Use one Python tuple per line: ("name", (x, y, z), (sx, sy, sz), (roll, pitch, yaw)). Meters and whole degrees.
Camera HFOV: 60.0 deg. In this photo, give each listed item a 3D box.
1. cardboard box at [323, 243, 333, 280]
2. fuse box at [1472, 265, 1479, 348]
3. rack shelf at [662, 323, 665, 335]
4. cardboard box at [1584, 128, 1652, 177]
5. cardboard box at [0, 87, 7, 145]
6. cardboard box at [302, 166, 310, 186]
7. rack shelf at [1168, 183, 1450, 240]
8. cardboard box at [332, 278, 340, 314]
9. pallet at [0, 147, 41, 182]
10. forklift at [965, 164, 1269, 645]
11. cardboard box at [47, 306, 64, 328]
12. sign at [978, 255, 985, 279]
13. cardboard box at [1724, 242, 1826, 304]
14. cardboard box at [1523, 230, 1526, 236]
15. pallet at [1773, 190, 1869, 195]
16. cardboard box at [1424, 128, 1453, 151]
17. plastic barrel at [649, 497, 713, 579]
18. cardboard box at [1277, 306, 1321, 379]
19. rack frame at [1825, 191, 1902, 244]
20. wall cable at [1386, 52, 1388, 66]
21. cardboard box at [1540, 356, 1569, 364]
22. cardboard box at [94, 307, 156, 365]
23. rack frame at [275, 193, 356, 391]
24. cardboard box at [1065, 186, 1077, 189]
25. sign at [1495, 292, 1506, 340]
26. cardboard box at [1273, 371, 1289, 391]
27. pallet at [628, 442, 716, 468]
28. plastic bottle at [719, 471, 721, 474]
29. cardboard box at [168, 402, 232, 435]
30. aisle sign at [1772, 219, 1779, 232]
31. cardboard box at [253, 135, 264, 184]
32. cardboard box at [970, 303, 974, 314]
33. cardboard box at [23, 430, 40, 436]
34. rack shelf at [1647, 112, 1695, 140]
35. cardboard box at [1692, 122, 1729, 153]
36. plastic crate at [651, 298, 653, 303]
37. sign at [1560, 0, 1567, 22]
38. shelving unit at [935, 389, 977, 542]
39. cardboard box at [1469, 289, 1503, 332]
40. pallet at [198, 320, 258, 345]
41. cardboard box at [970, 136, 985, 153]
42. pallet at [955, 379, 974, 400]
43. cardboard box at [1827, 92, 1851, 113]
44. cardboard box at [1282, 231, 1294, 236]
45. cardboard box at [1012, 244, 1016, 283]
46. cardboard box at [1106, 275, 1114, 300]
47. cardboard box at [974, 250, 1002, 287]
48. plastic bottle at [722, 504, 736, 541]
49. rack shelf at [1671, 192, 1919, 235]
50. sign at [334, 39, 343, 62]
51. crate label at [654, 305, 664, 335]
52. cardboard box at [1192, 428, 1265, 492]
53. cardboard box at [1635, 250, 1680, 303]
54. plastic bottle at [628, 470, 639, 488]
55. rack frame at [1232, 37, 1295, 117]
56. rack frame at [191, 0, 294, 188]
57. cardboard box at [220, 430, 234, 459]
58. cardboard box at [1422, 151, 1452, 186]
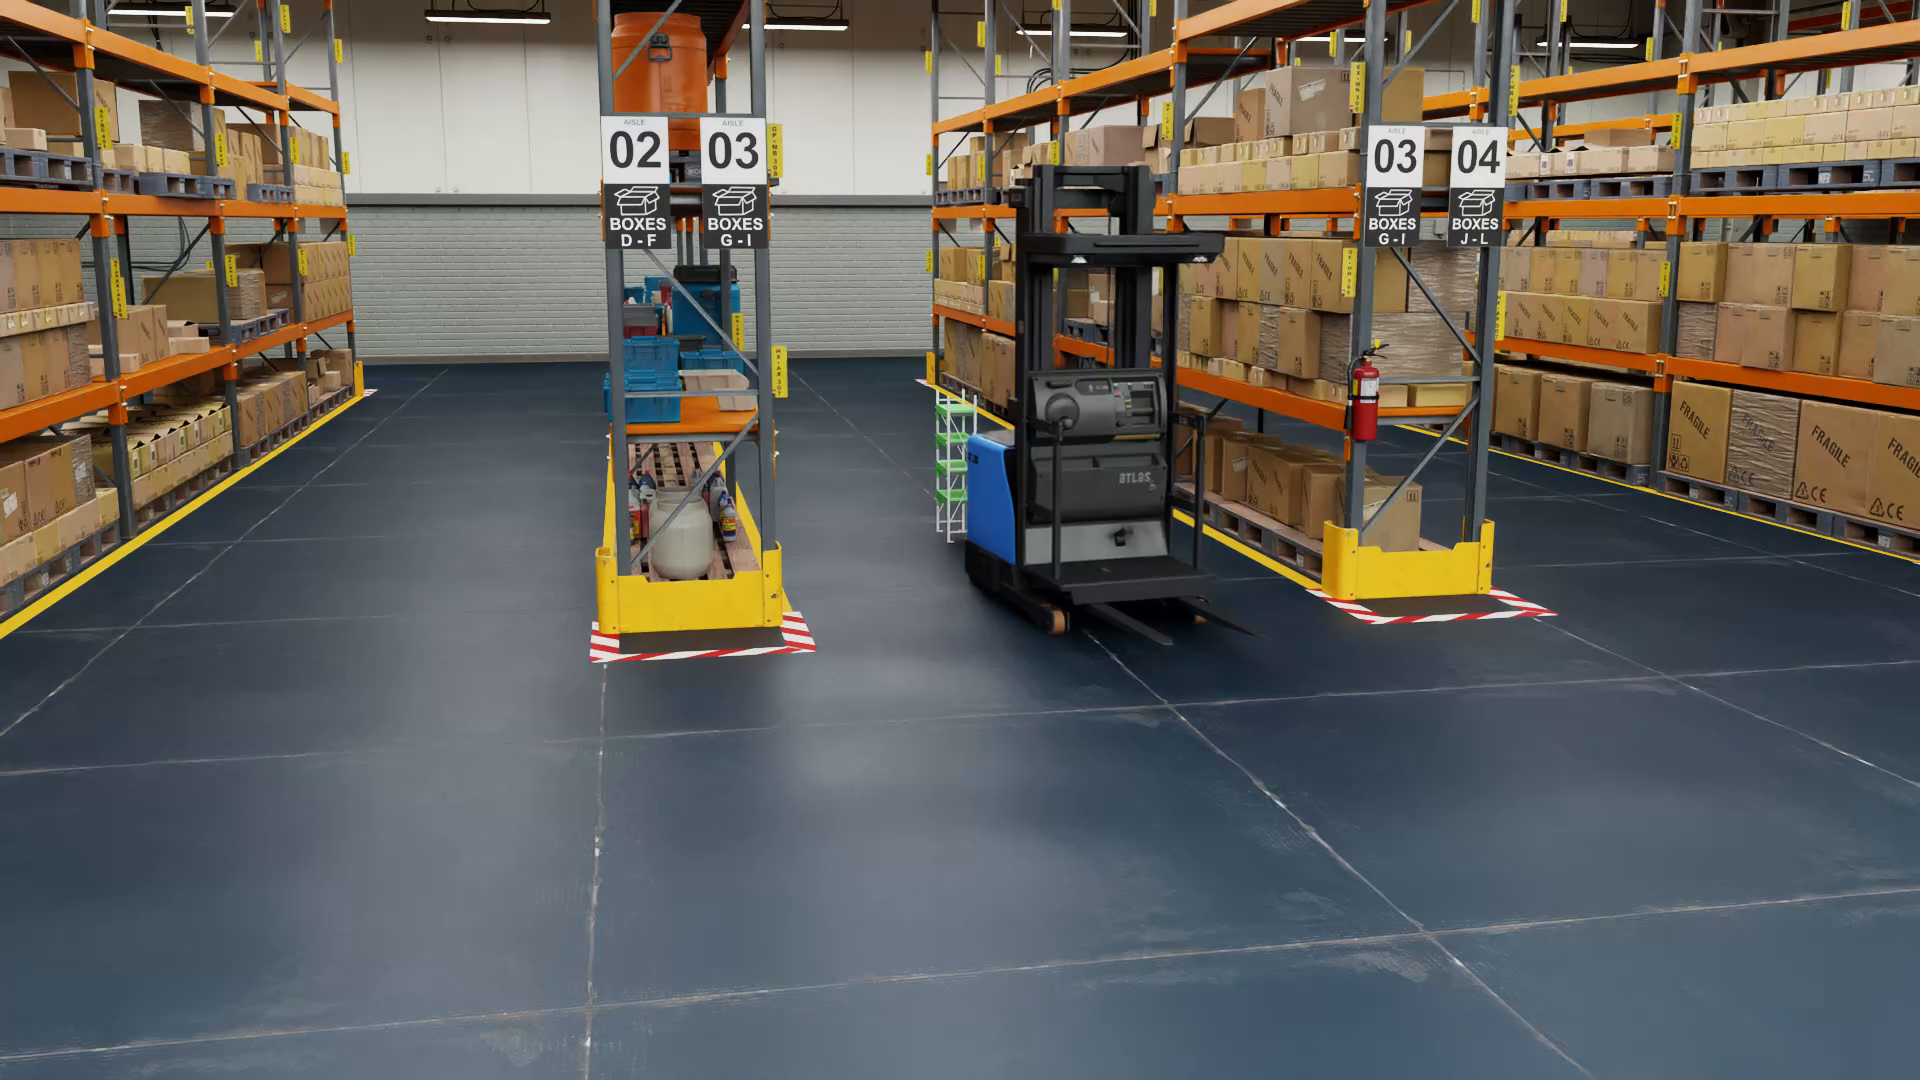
("cardboard box", (-8.999, -3.856, 22.991), (0.500, 0.500, 0.500), (-2, 11, -9))
("fuse box", (10.749, -4.839, 34.543), (0.539, 1.711, 0.414), (-2, 11, -11))
("rack shelf", (-3.633, -2.395, 20.179), (1.077, 0.370, 4.000), (-2, 11, -11))
("cardboard box", (7.112, -4.193, 18.021), (0.500, 0.500, 0.500), (-2, 11, -11))
("cardboard box", (-6.602, -2.847, 10.843), (0.500, 0.500, 0.500), (-2, 11, -11))
("cardboard box", (-8.831, -4.771, 21.780), (0.500, 0.250, 0.500), (-2, 11, -11))
("rack shelf", (2.782, -2.581, 13.136), (1.077, 0.370, 4.000), (-2, 11, -11))
("cardboard box", (-9.109, -3.459, 23.580), (0.500, 0.500, 0.500), (-2, 11, -11))
("pallet", (-6.900, -2.519, 11.125), (1.003, 0.211, 1.213), (-2, 11, -11))
("forklift", (0.987, -0.919, 10.685), (1.130, 2.935, 3.031), (-4, 11, -18))
("cardboard box", (-6.911, -1.652, 12.353), (0.380, 0.149, 0.250), (-2, 11, -11))
("sign", (0.292, -3.739, 22.789), (0.100, 0.325, 0.005), (-2, 11, -11))
("cardboard box", (7.536, -2.428, 15.142), (0.875, 0.550, 0.550), (-2, 11, -11))
("cardboard box", (9.698, -5.127, 27.935), (0.380, 0.149, 0.250), (-2, 11, -10))
("pallet", (11.158, -4.419, 21.372), (1.213, 0.211, 1.003), (-2, 11, -8))
("cardboard box", (3.344, -2.749, 11.428), (0.380, 0.149, 0.250), (-2, 11, -11))
("plastic barrel", (-1.891, -0.016, 11.288), (0.421, 0.512, 0.421), (0, 11, 0))
("cardboard box", (2.876, -1.478, 12.379), (0.875, 0.500, 0.500), (-2, 11, -11))
("rack frame", (11.335, -2.922, 21.024), (1.000, 3.000, 0.127), (-2, 11, -11))
("wall cable", (8.397, -8.369, 33.599), (0.463, 3.000, 0.029), (-2, 11, -11))
("cardboard box", (10.192, -3.052, 27.436), (0.875, 0.438, 0.875), (-2, 11, -9))
("cardboard box", (-7.659, -1.847, 15.111), (0.500, 0.500, 0.500), (-2, 11, -11))
("rack frame", (-9.659, -3.669, 24.950), (1.000, 3.000, 0.127), (-2, 11, -11))
("cardboard box", (1.456, -3.866, 18.363), (0.500, 0.250, 0.500), (-2, 11, -10))
("sign", (3.703, -1.539, 11.445), (0.100, 0.325, 0.005), (-2, 11, -11))
("cardboard box", (2.653, -1.244, 12.882), (0.380, 0.149, 0.250), (-2, 11, -11))
("pallet", (-3.131, -0.868, 17.691), (1.003, 0.211, 1.213), (-2, 11, -11))
("plastic bottle", (-2.049, -0.453, 14.142), (0.061, 0.283, 0.133), (-2, 11, -8))
("cardboard box", (-7.760, -1.246, 16.949), (0.500, 0.311, 0.500), (-2, 11, -10))
("aisle sign", (14.346, -5.849, 29.451), (0.394, 0.787, 0.004), (-2, 11, -11))
("cardboard box", (-8.856, -4.618, 20.258), (0.600, 0.600, 0.600), (-3, 11, -16))
("cardboard box", (0.356, -3.310, 23.735), (0.380, 0.149, 0.250), (-2, 11, -12))
("cardboard box", (-7.542, -0.596, 13.028), (0.500, 0.500, 0.500), (-2, 11, -11))
("rack shelf", (10.946, -5.686, 22.495), (1.077, 0.370, 4.000), (-2, 11, -11))
("cardboard box", (7.098, -3.691, 15.259), (0.500, 0.250, 0.500), (-2, 11, -11))
("plastic crate", (-4.421, -3.552, 24.879), (0.396, 0.136, 0.243), (-2, 11, -11))
("sign", (7.043, -6.228, 19.427), (0.100, 0.325, 0.005), (-2, 11, -11))
("shelving unit", (-0.032, -0.620, 13.744), (0.258, 1.200, 0.503), (-2, 11, -11))
("cardboard box", (6.322, -2.680, 19.487), (0.500, 0.500, 0.500), (-2, 11, -10))
("pallet", (-8.304, -2.229, 17.899), (1.213, 0.211, 1.003), (-2, 11, -11))
("cardboard box", (0.442, -5.804, 24.483), (0.500, 0.250, 0.500), (-2, 11, -13))
("pallet", (0.525, -2.291, 25.171), (1.003, 0.211, 1.213), (-2, 11, -11))
("cardboard box", (7.360, -3.582, 13.621), (0.380, 0.149, 0.250), (-2, 11, -11))
("cardboard box", (5.173, -4.408, 25.099), (0.500, 0.500, 0.500), (-2, 11, -10))
("cardboard box", (1.091, -3.594, 21.604), (0.797, 0.503, 0.637), (-2, 11, -10))
("cardboard box", (1.965, -2.620, 18.050), (0.700, 0.500, 0.500), (0, 11, -3))
("cardboard box", (0.485, -3.810, 23.293), (0.500, 0.500, 0.500), (-2, 11, -9))
("plastic bottle", (-1.735, -0.134, 12.496), (0.097, 0.271, 0.097), (0, 11, 0))
("rack shelf", (7.666, -2.743, 13.986), (1.077, 0.370, 4.000), (-2, 11, -11))
("sign", (-9.111, -7.169, 24.374), (0.100, 0.325, 0.005), (-2, 11, -11))
("crate label", (-3.316, -2.206, 17.172), (0.502, 0.435, 0.616), (-2, 11, -11))
("cardboard box", (2.431, -0.731, 15.078), (0.500, 0.500, 0.500), (-2, 11, -13))
("cardboard box", (7.175, -2.621, 16.501), (0.700, 0.500, 0.500), (-2, 11, -12))
("plastic bottle", (-2.716, -0.399, 13.679), (0.144, 0.351, 0.185), (-2, 11, -9))
("rack frame", (4.943, -7.137, 27.129), (1.000, 3.000, 0.127), (-2, 11, -11))
("rack frame", (-8.881, -5.882, 20.535), (1.000, 3.000, 0.127), (-2, 11, -11))
("cardboard box", (-7.762, -0.970, 16.999), (0.500, 0.250, 0.500), (-2, 11, -10))
("cardboard box", (3.330, -2.592, 11.669), (0.500, 0.250, 0.500), (-2, 11, -9))
